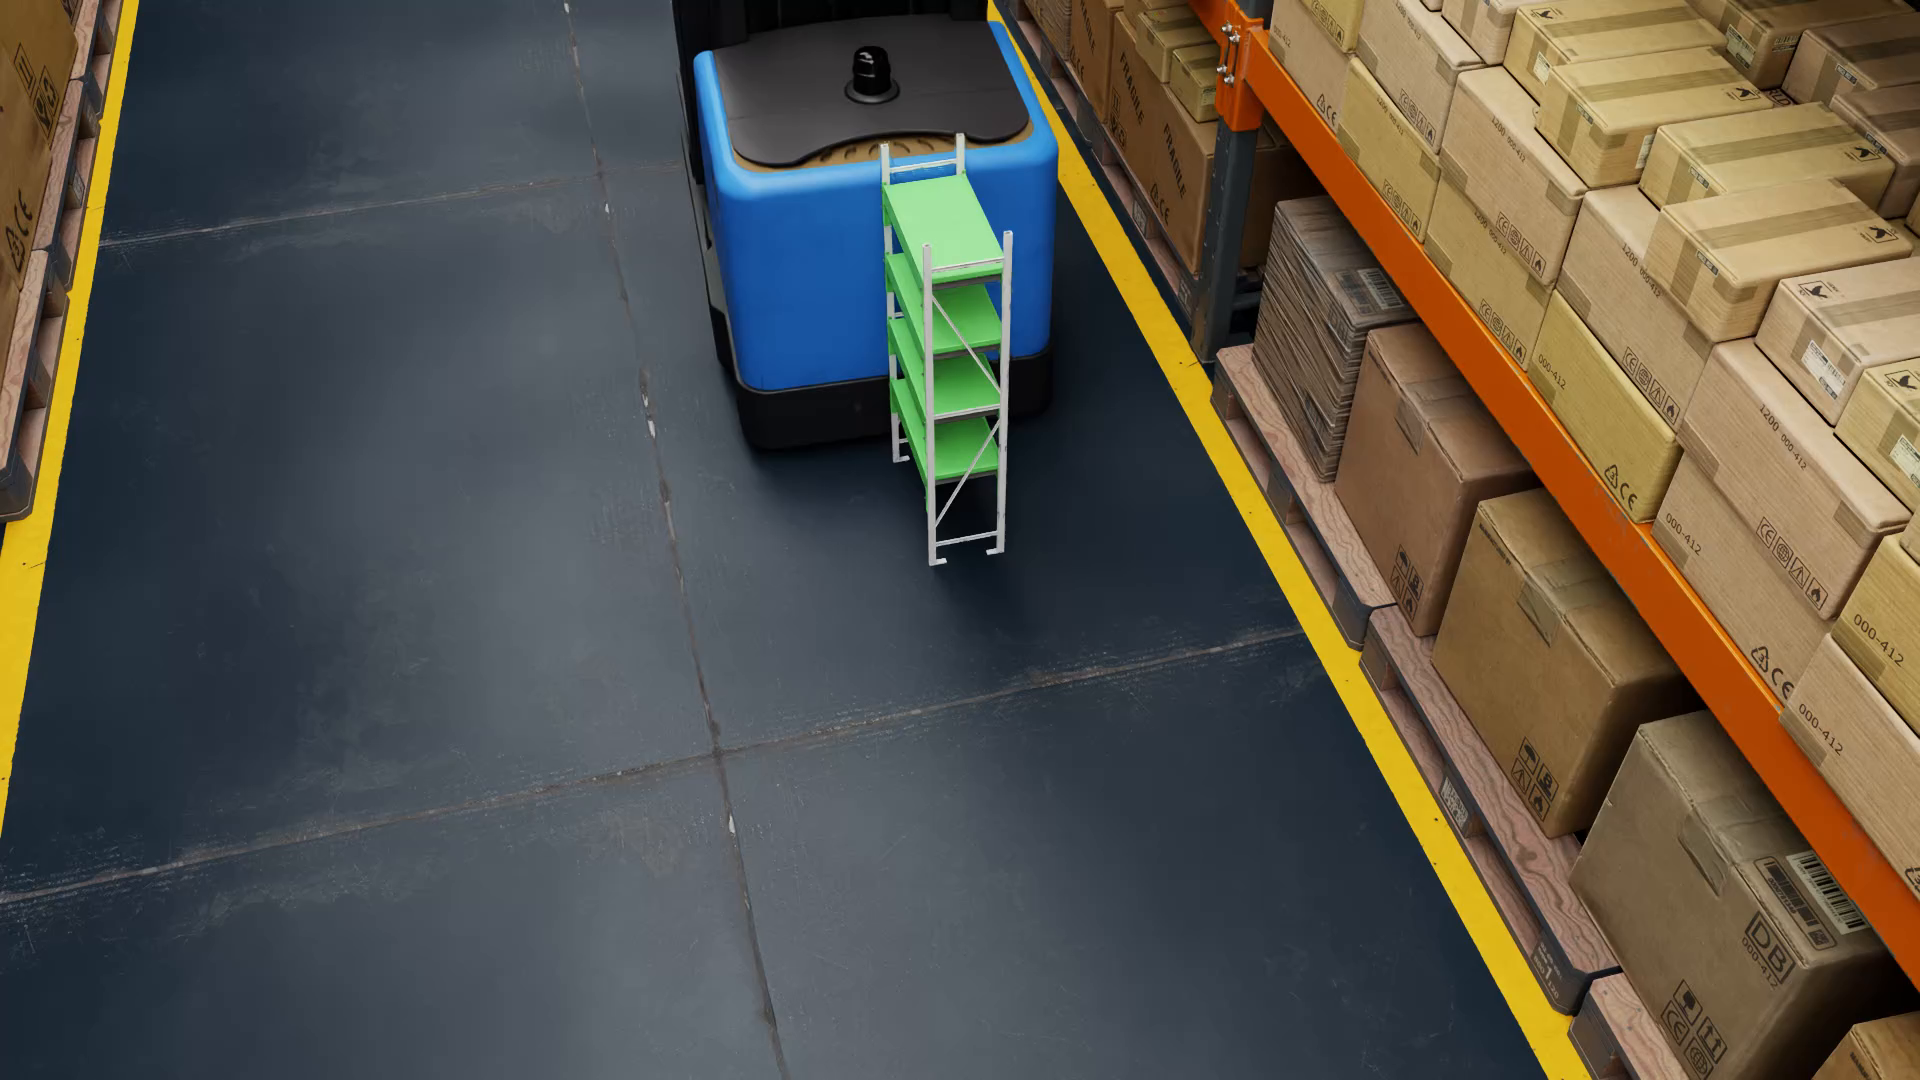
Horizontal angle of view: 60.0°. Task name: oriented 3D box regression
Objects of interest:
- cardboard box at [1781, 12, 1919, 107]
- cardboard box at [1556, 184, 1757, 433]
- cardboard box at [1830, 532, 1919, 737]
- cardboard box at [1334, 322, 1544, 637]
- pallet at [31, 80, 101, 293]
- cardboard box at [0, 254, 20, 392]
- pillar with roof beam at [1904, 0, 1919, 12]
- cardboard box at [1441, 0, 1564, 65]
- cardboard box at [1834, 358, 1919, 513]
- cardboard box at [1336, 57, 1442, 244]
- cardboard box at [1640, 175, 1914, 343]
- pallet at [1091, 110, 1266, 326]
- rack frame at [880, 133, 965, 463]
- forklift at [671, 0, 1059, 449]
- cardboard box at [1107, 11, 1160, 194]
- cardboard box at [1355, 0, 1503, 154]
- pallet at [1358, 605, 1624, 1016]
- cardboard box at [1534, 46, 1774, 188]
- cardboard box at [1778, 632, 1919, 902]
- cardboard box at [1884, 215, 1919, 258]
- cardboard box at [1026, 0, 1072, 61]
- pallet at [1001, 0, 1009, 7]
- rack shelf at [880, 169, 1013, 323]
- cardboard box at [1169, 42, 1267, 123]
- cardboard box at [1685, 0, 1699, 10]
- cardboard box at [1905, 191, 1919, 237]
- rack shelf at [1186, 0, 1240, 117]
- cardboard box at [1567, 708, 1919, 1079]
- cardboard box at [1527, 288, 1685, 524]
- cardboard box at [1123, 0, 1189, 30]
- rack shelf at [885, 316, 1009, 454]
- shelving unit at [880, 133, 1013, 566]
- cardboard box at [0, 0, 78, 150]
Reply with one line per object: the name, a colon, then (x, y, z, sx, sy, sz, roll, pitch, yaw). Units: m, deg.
cardboard box: (2.045, -1.010, 3.615, 0.380, 0.149, 0.250, -11, 47, -11)
cardboard box: (1.594, -0.507, 3.401, 0.500, 0.250, 0.500, -10, 46, -10)
cardboard box: (1.830, 0.199, 2.710, 0.500, 0.250, 0.500, -12, 47, -11)
cardboard box: (1.639, -0.227, 4.741, 0.875, 0.625, 0.625, -9, 46, -9)
pallet: (-3.917, -1.307, 6.383, 1.003, 0.211, 1.213, -11, 47, -10)
cardboard box: (-3.576, -0.779, 5.107, 0.875, 0.875, 0.875, -11, 47, -11)
pillar with roof beam: (-1.639, -2.371, 1.273, 9.100, 9.000, 0.400, -11, 47, -10)
cardboard box: (1.354, -1.247, 3.848, 0.380, 0.149, 0.250, -10, 46, -10)
cardboard box: (1.742, -0.193, 2.815, 0.380, 0.149, 0.250, -12, 47, -11)
cardboard box: (1.319, -1.042, 4.276, 0.500, 0.250, 0.500, -12, 47, -11)
cardboard box: (1.541, -0.535, 3.150, 0.380, 0.149, 0.250, -12, 47, -11)
pallet: (1.163, -1.340, 6.416, 1.003, 0.211, 1.213, -11, 47, -10)
rack frame: (-0.105, -0.703, 5.099, 0.240, 1.200, 0.015, -11, 47, -10)
forklift: (-0.497, -2.394, 5.544, 1.130, 2.935, 3.031, -9, 46, -8)
cardboard box: (0.884, -1.666, 6.239, 0.500, 0.500, 0.500, -11, 47, -11)
cardboard box: (1.322, -1.220, 4.100, 0.500, 0.250, 0.500, -9, 46, -9)
pallet: (1.799, 0.598, 4.516, 1.003, 0.211, 1.213, -11, 47, -10)
cardboard box: (1.455, -0.893, 3.501, 0.380, 0.149, 0.250, -10, 46, -9)
cardboard box: (1.826, 0.374, 2.888, 0.500, 0.250, 0.500, -11, 47, -11)
cardboard box: (2.081, -0.609, 3.502, 0.500, 0.250, 0.500, -12, 47, -11)
cardboard box: (0.596, -2.382, 6.941, 0.500, 0.500, 0.500, -12, 47, -12)
pallet: (0.538, -3.025, 8.067, 1.003, 0.211, 1.213, -11, 47, -10)
rack shelf: (-0.042, -0.825, 4.636, 0.258, 0.148, 0.480, -11, 47, -10)
cardboard box: (0.946, -1.588, 5.708, 0.380, 0.149, 0.250, -13, 47, -12)
cardboard box: (1.909, -1.362, 3.960, 0.380, 0.149, 0.250, -12, 47, -11)
cardboard box: (2.114, -0.637, 3.250, 0.380, 0.149, 0.250, -10, 46, -10)
rack shelf: (0.806, -2.923, 6.518, 1.077, 0.370, 4.000, -11, 47, -10)
cardboard box: (2.006, 0.756, 3.777, 0.875, 0.625, 0.625, -11, 47, -11)
cardboard box: (1.589, -0.330, 3.578, 0.500, 0.250, 0.500, -9, 46, -9)
cardboard box: (0.822, -1.960, 6.073, 0.380, 0.149, 0.250, -12, 47, -12)
rack shelf: (-0.042, -0.490, 4.979, 0.258, 0.148, 0.480, -11, 47, -10)
shelving unit: (-0.042, -0.534, 4.933, 0.258, 1.200, 0.503, -11, 47, -10)
cardboard box: (-4.029, -2.013, 6.316, 0.875, 0.875, 0.875, -9, 46, -9)
